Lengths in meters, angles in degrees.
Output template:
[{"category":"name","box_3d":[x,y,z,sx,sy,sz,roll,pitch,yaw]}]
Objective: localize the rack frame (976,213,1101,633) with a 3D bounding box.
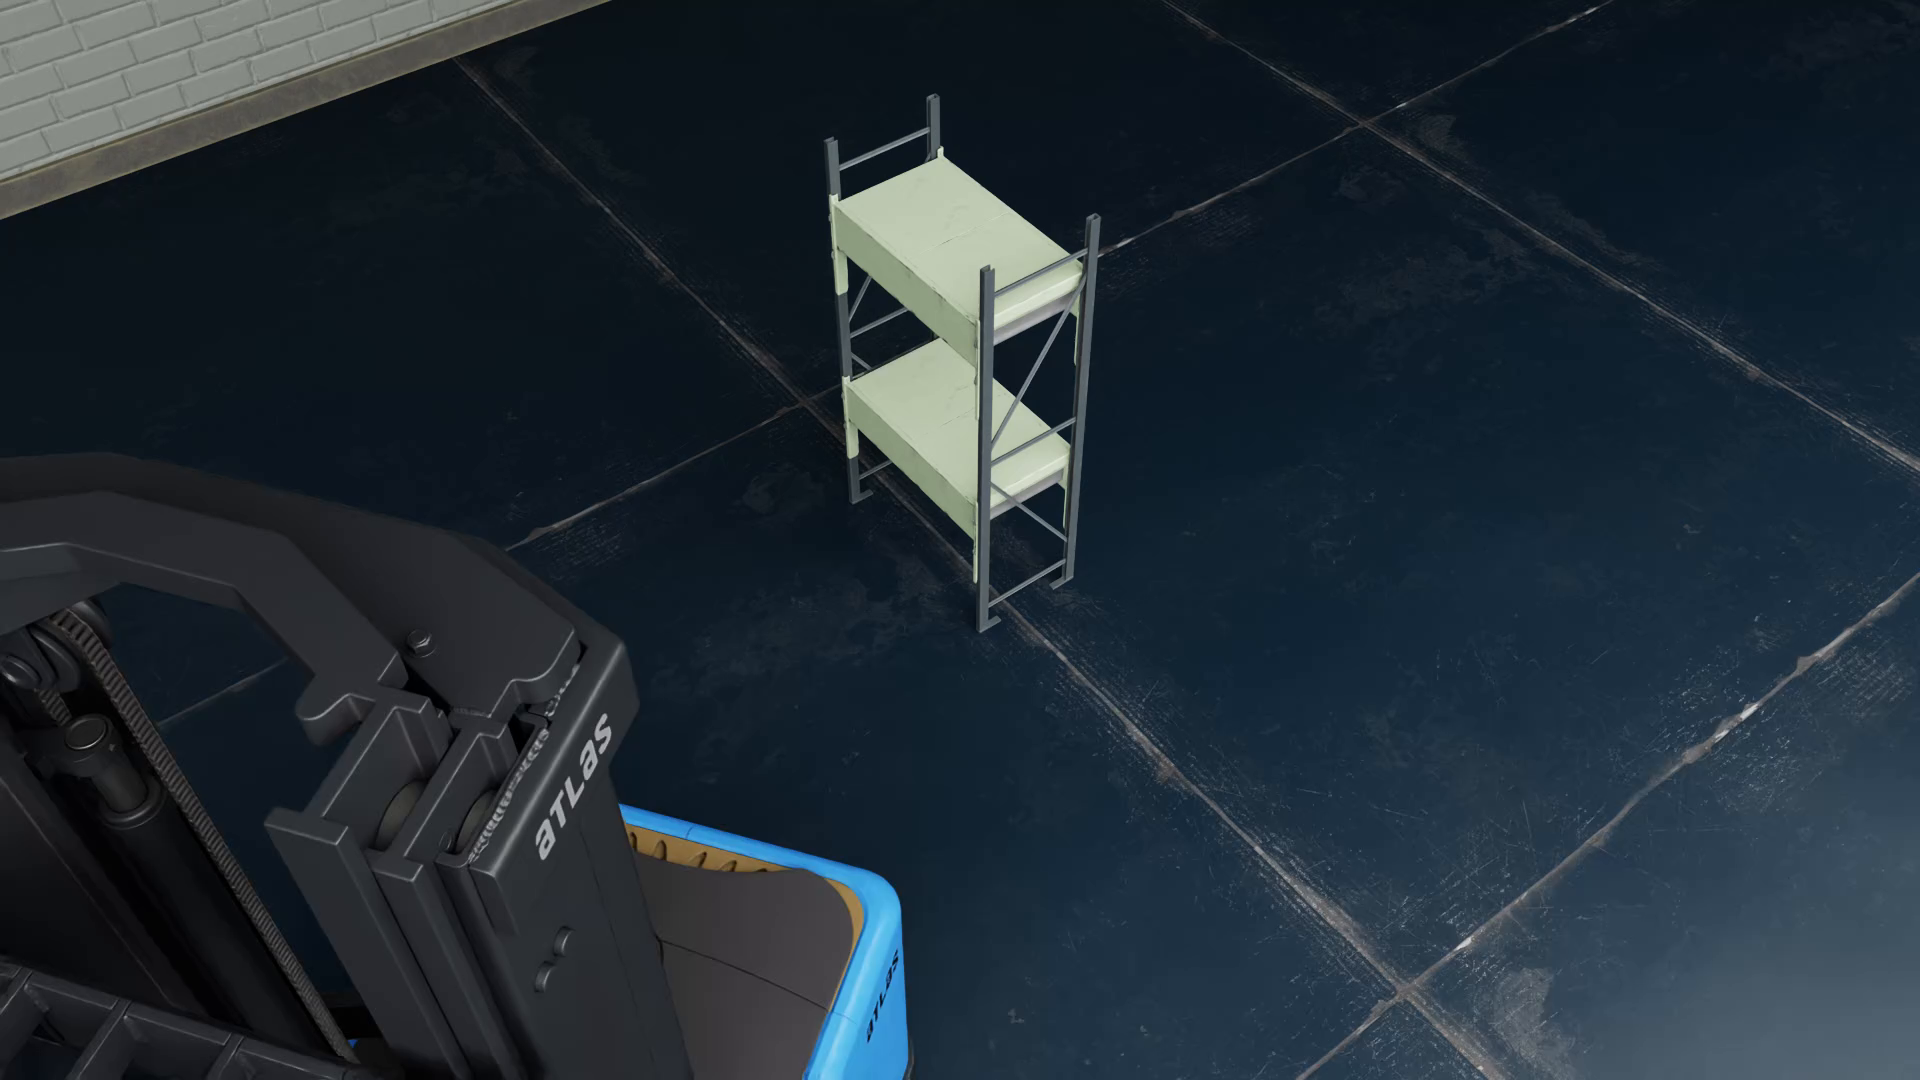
[{"category":"rack frame","box_3d":[0.218,-0.292,5.002,0.400,1.500,0.023,-29,54,-24]}]

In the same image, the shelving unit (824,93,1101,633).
[{"category":"shelving unit","box_3d":[-0.004,-0.508,5.198,0.431,1.500,0.755,-29,54,-24]}]

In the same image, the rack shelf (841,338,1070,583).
[{"category":"rack shelf","box_3d":[-0.004,-0.289,5.439,0.431,0.370,0.720,-29,54,-24]}]

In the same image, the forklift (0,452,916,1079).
[{"category":"forklift","box_3d":[-1.032,1.420,2.484,1.130,2.935,3.031,13,49,11]}]

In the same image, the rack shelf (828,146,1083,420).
[{"category":"rack shelf","box_3d":[-0.004,-0.770,4.909,0.431,0.370,0.720,-29,54,-24]}]

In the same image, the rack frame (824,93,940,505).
[{"category":"rack frame","box_3d":[-0.226,-0.723,5.394,0.400,1.500,0.023,-29,54,-24]}]
